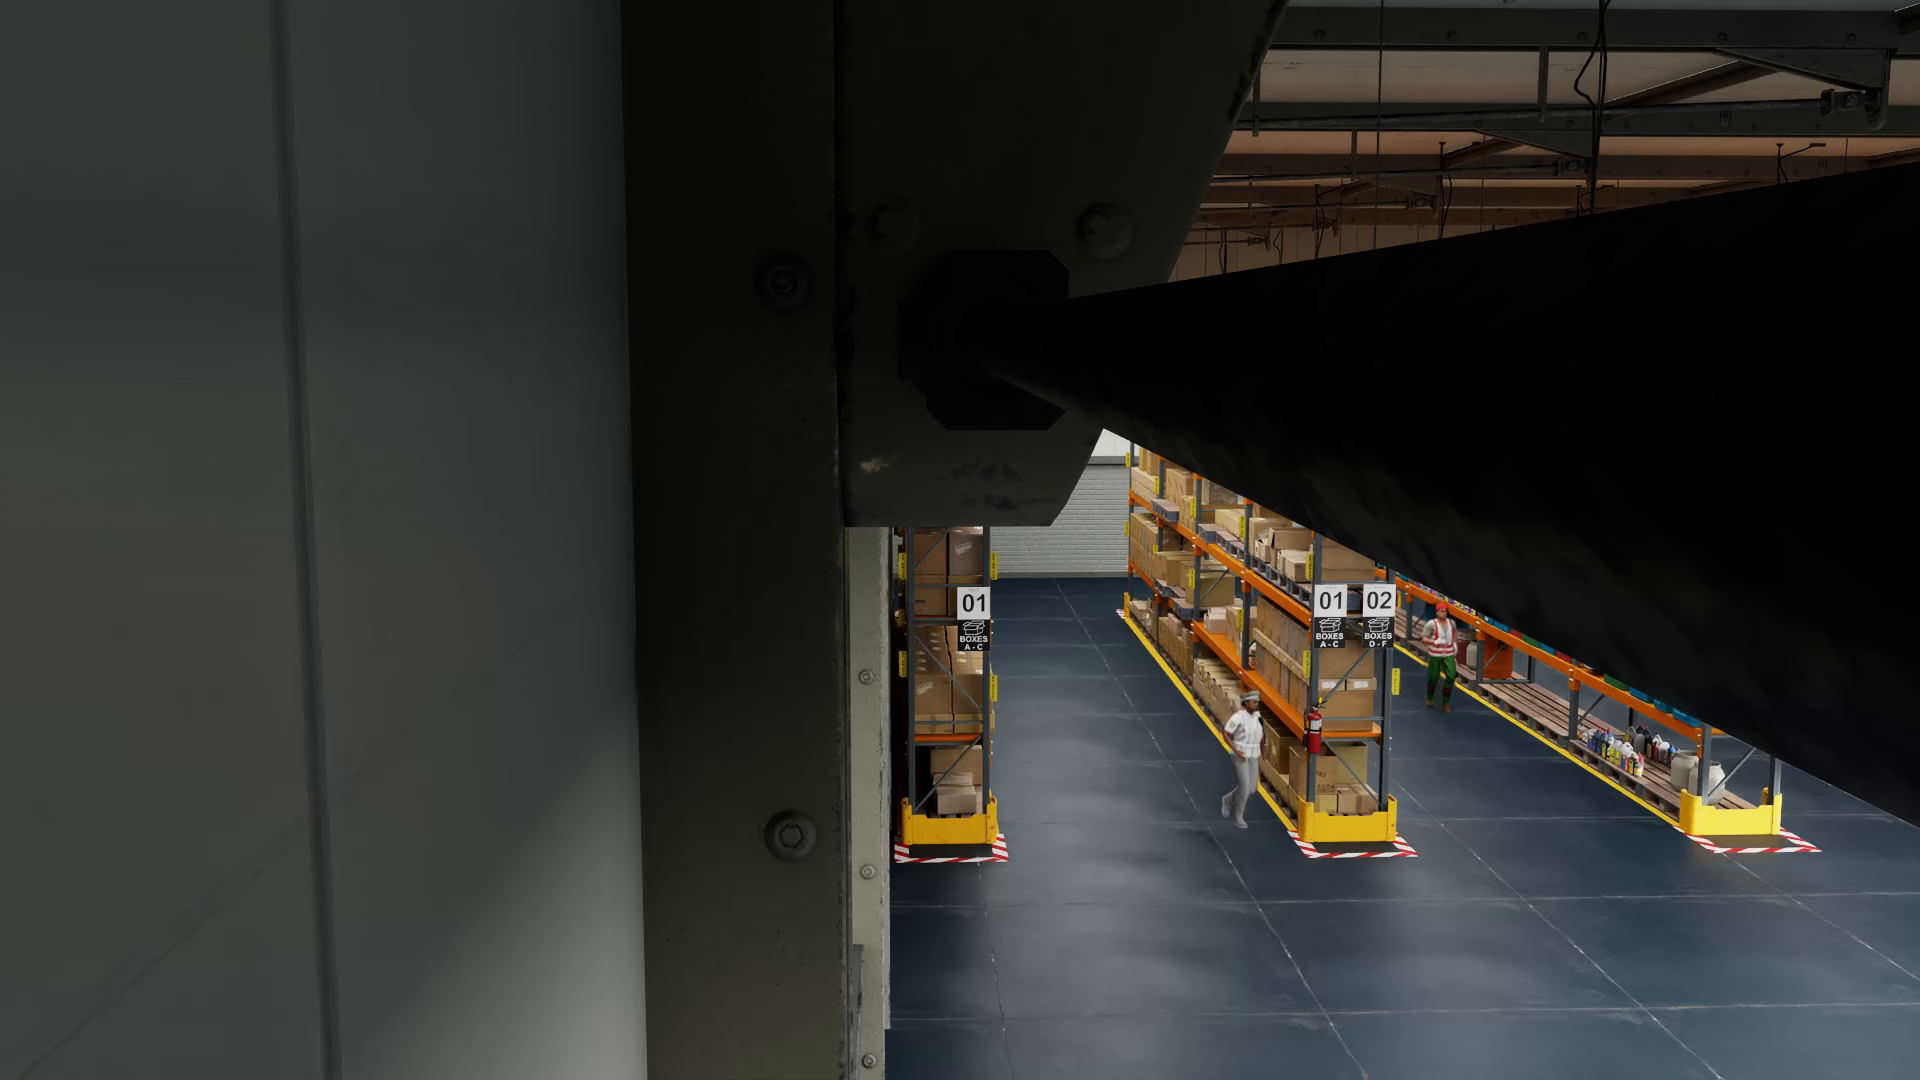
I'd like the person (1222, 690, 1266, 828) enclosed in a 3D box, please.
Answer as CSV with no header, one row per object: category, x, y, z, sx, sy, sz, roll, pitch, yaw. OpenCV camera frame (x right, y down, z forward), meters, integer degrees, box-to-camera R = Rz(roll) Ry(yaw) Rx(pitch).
person,3.485,2.639,20.392,0.651,1.645,0.570,-5,9,-33

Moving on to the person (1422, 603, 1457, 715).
person,7.908,1.945,27.380,0.664,1.852,0.775,0,7,-2
